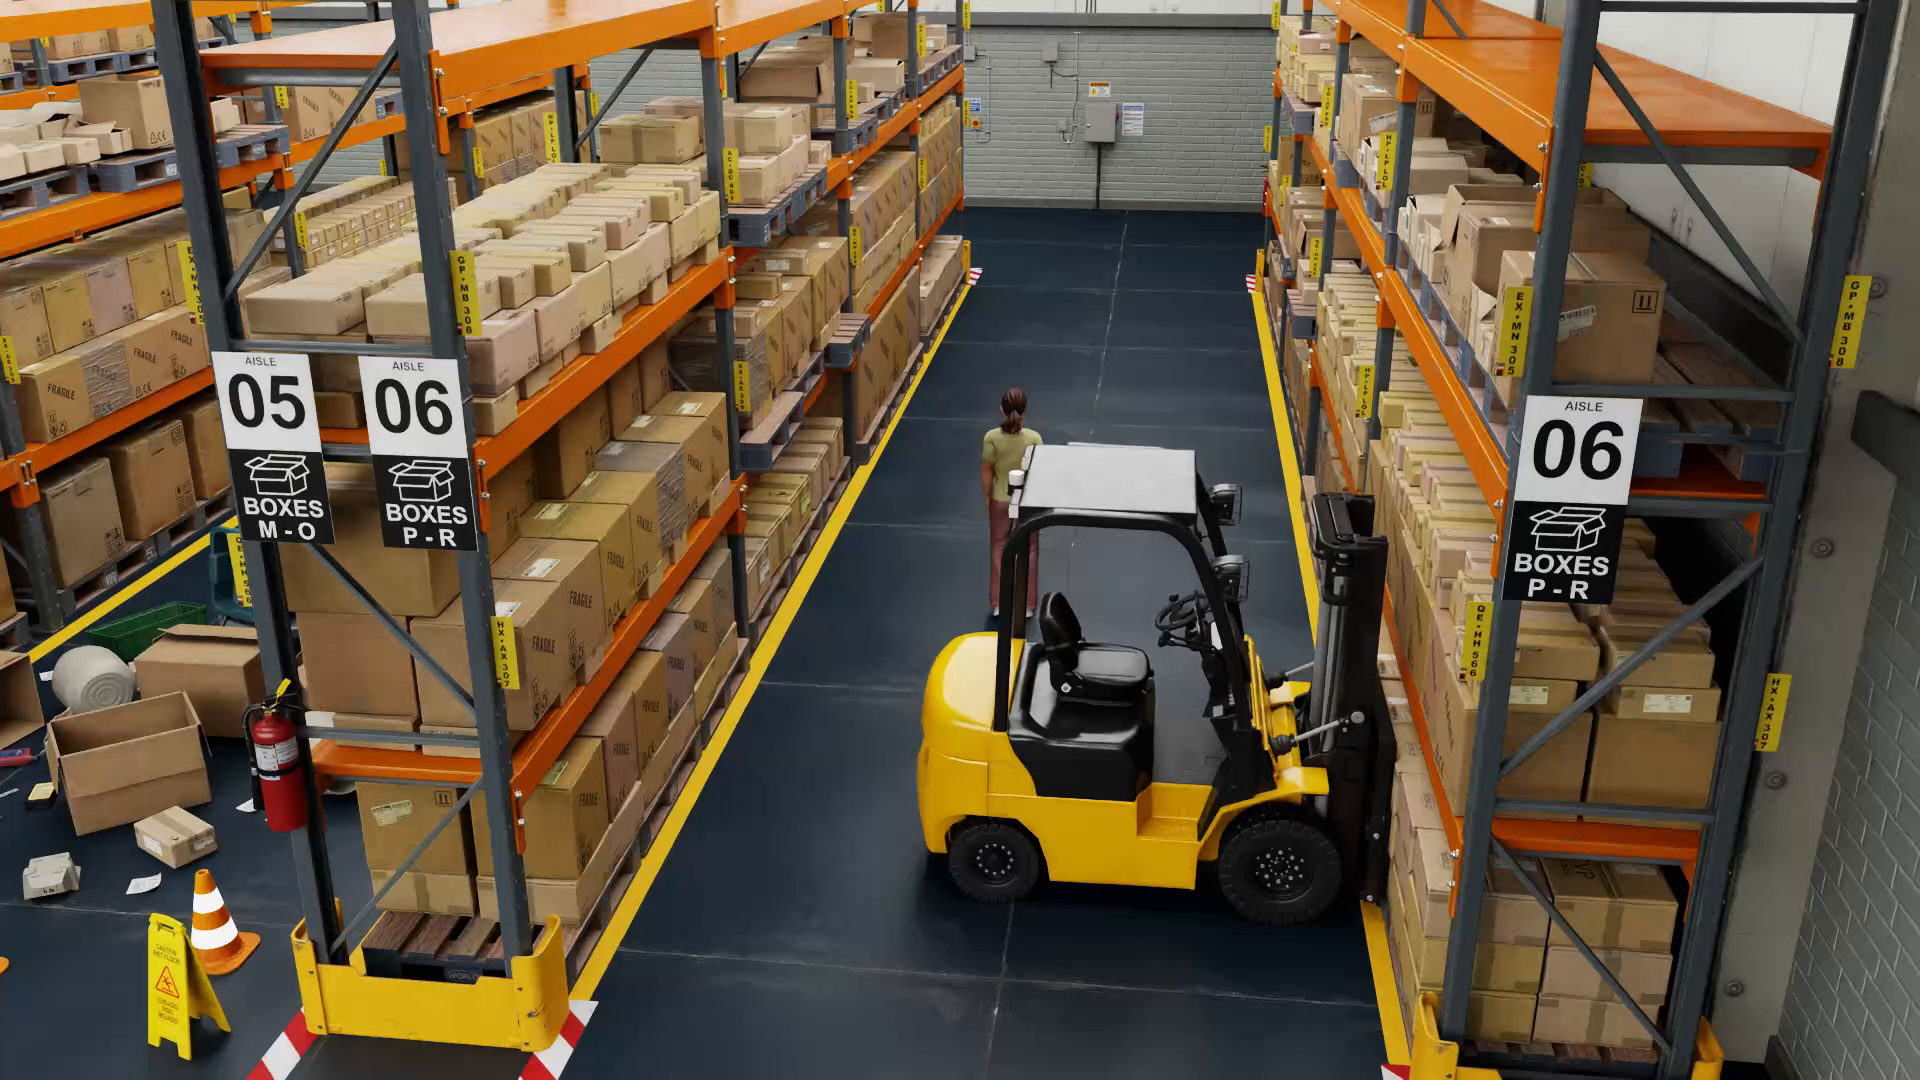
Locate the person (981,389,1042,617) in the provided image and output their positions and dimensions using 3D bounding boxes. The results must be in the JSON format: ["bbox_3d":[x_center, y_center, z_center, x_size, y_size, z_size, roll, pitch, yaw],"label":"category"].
[{"bbox_3d":[0.373,-0.259,11.771,0.443,1.680,0.362,3,21,7],"label":"person"}]
